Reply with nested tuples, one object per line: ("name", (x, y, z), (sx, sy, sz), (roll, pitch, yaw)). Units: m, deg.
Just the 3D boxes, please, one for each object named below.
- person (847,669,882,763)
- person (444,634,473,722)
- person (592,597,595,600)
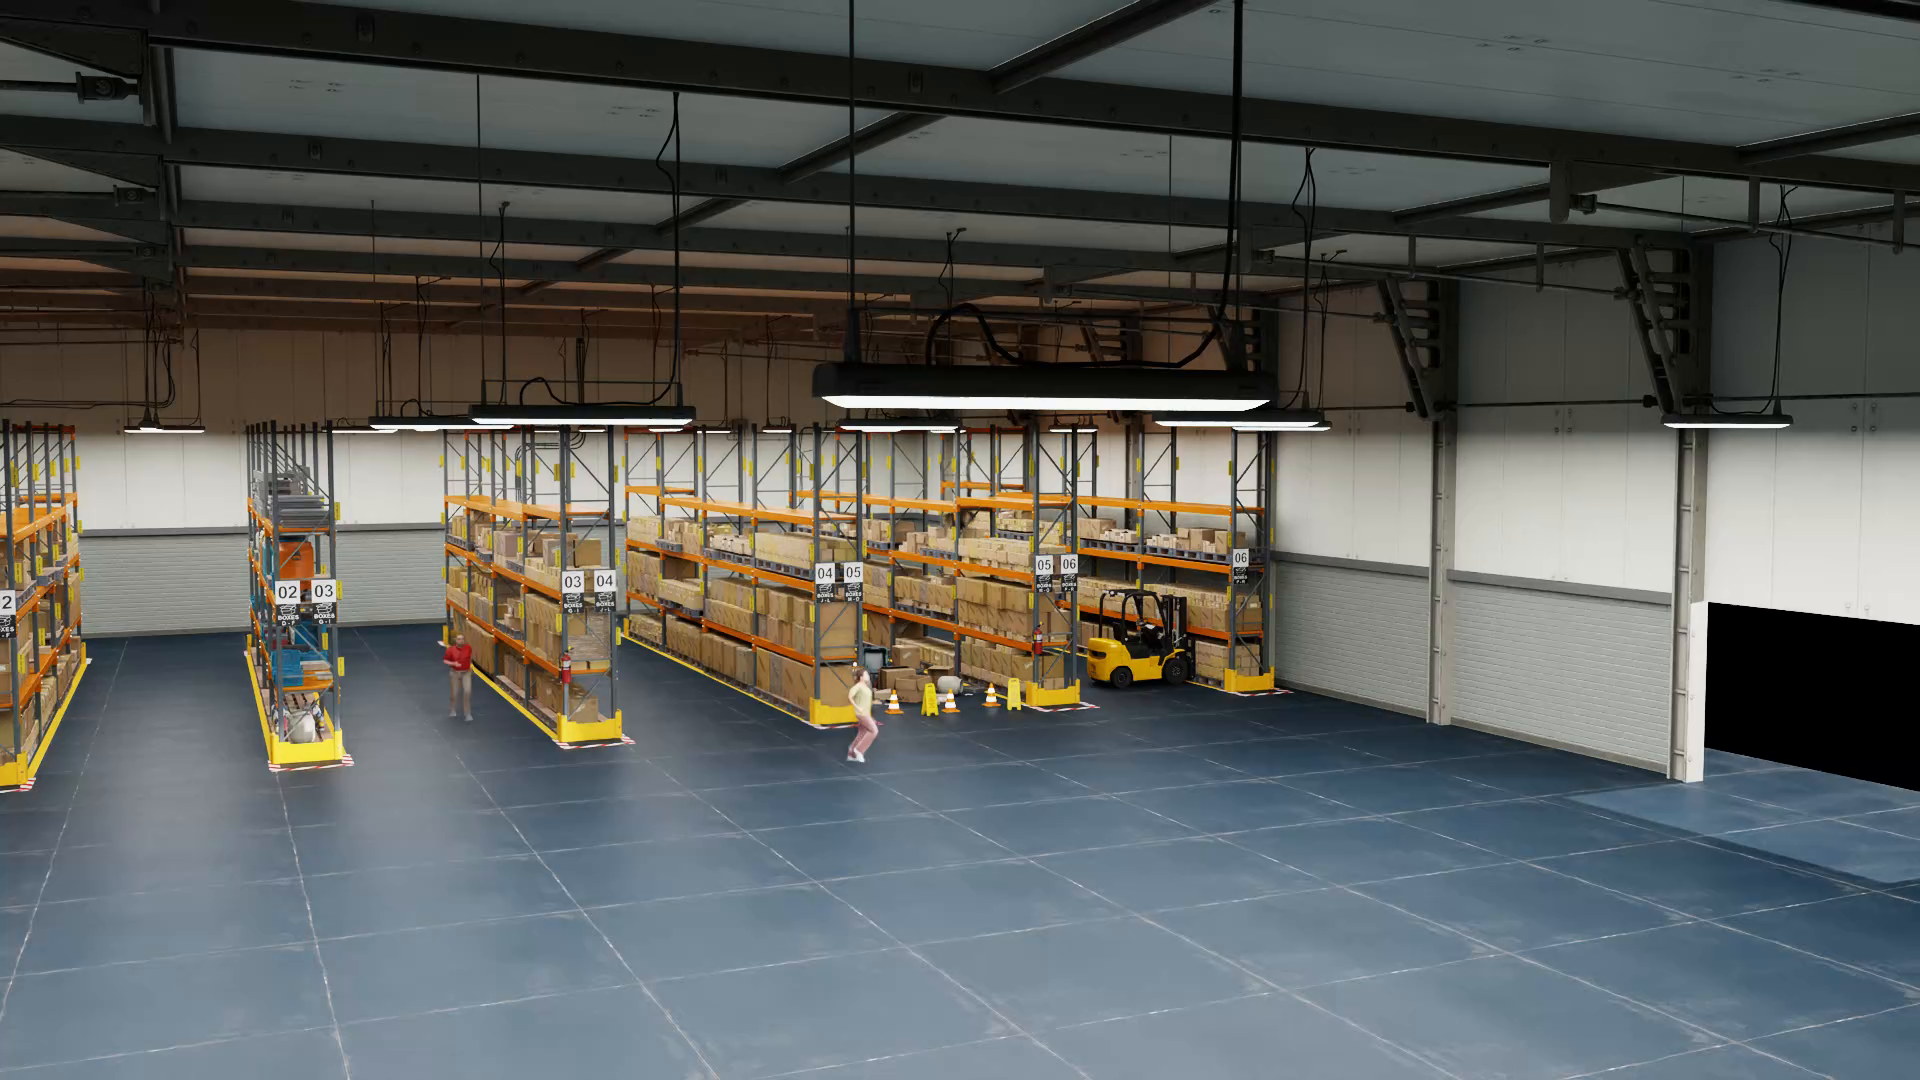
("person", (-1.686, 3.069, 29.132), (0.617, 1.642, 0.554), (1, 4, 9))
("person", (-10.120, 2.760, 33.577), (0.608, 1.767, 0.909), (-2, 4, -28))
("person", (-10.497, 1.934, 48.119), (0.895, 1.622, 0.587), (-3, 5, -43))
